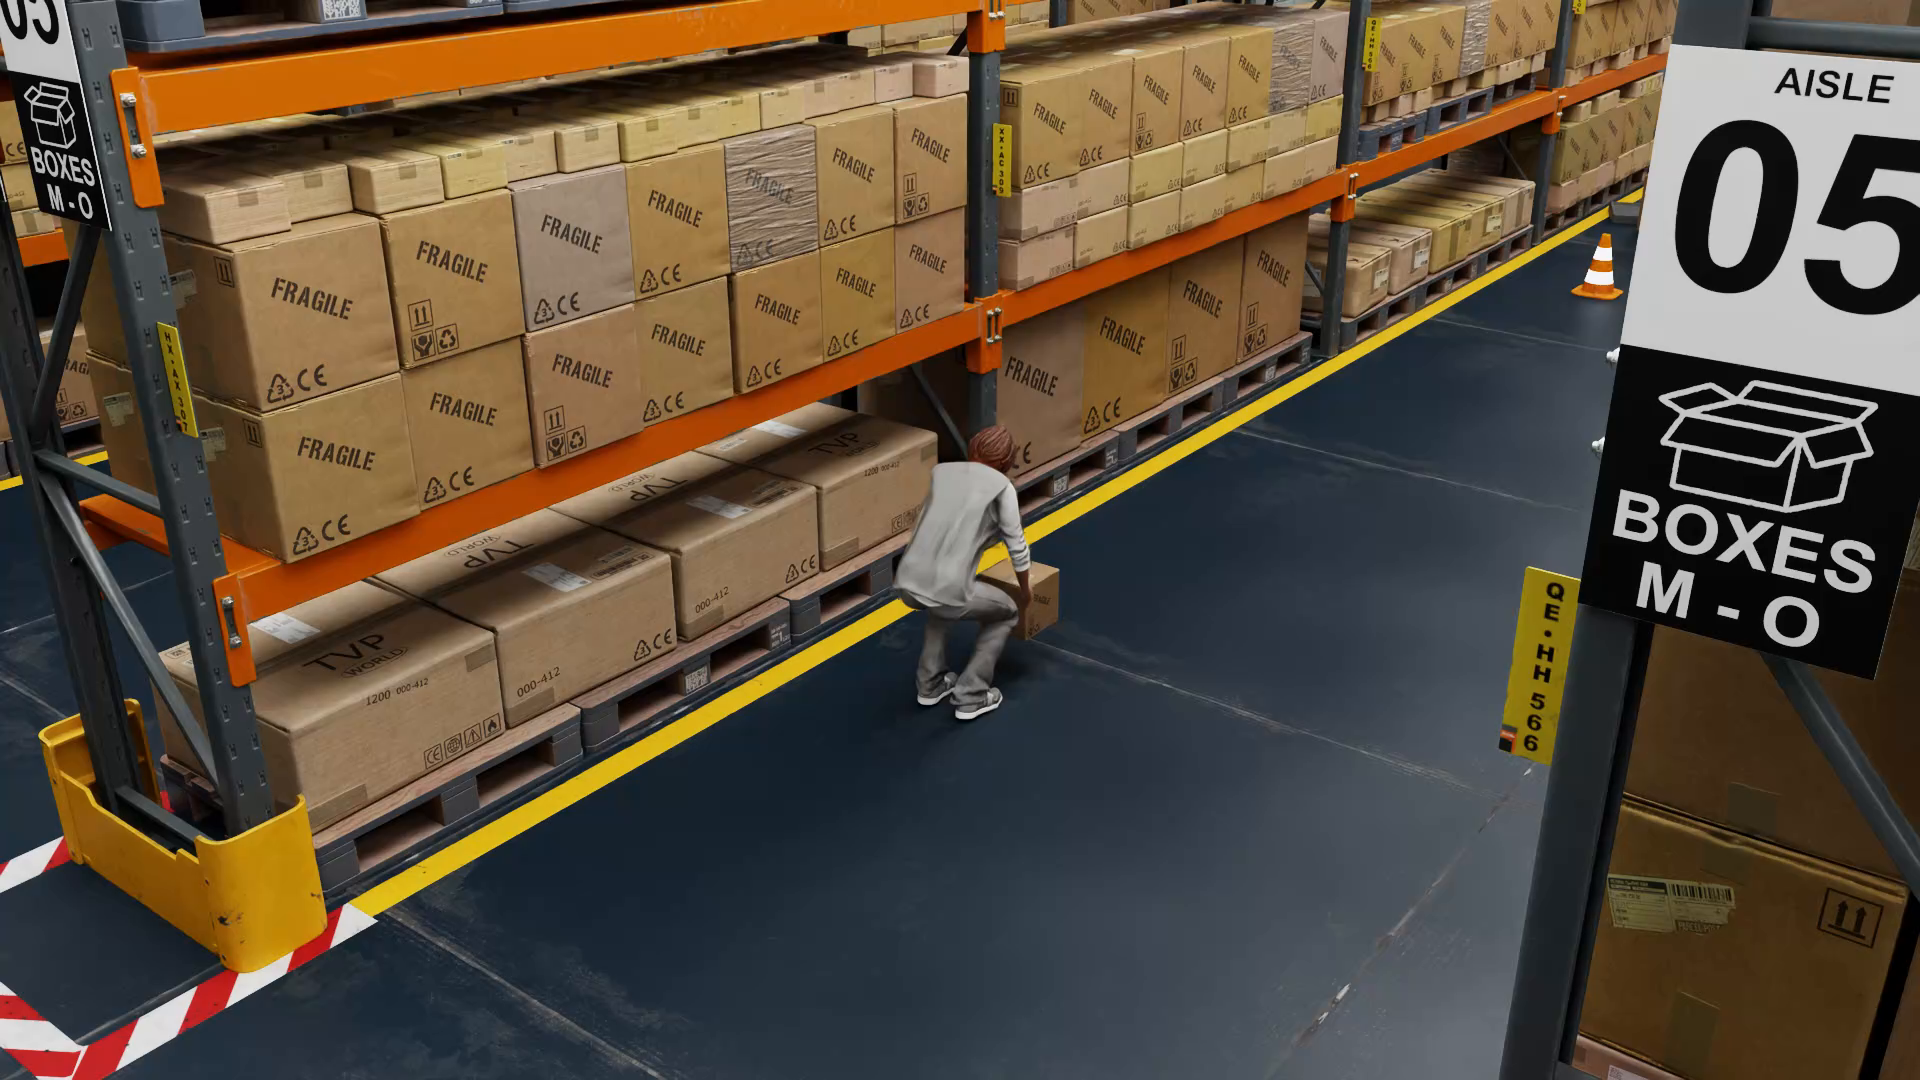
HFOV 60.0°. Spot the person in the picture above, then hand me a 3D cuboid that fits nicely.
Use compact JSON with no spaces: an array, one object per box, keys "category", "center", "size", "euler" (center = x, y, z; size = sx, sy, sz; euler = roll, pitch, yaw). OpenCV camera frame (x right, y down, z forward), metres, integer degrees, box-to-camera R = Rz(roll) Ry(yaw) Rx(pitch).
[{"category":"person","center":[0.000,0.149,6.869],"size":[0.464,1.122,0.730],"euler":[17,29,33]}]
